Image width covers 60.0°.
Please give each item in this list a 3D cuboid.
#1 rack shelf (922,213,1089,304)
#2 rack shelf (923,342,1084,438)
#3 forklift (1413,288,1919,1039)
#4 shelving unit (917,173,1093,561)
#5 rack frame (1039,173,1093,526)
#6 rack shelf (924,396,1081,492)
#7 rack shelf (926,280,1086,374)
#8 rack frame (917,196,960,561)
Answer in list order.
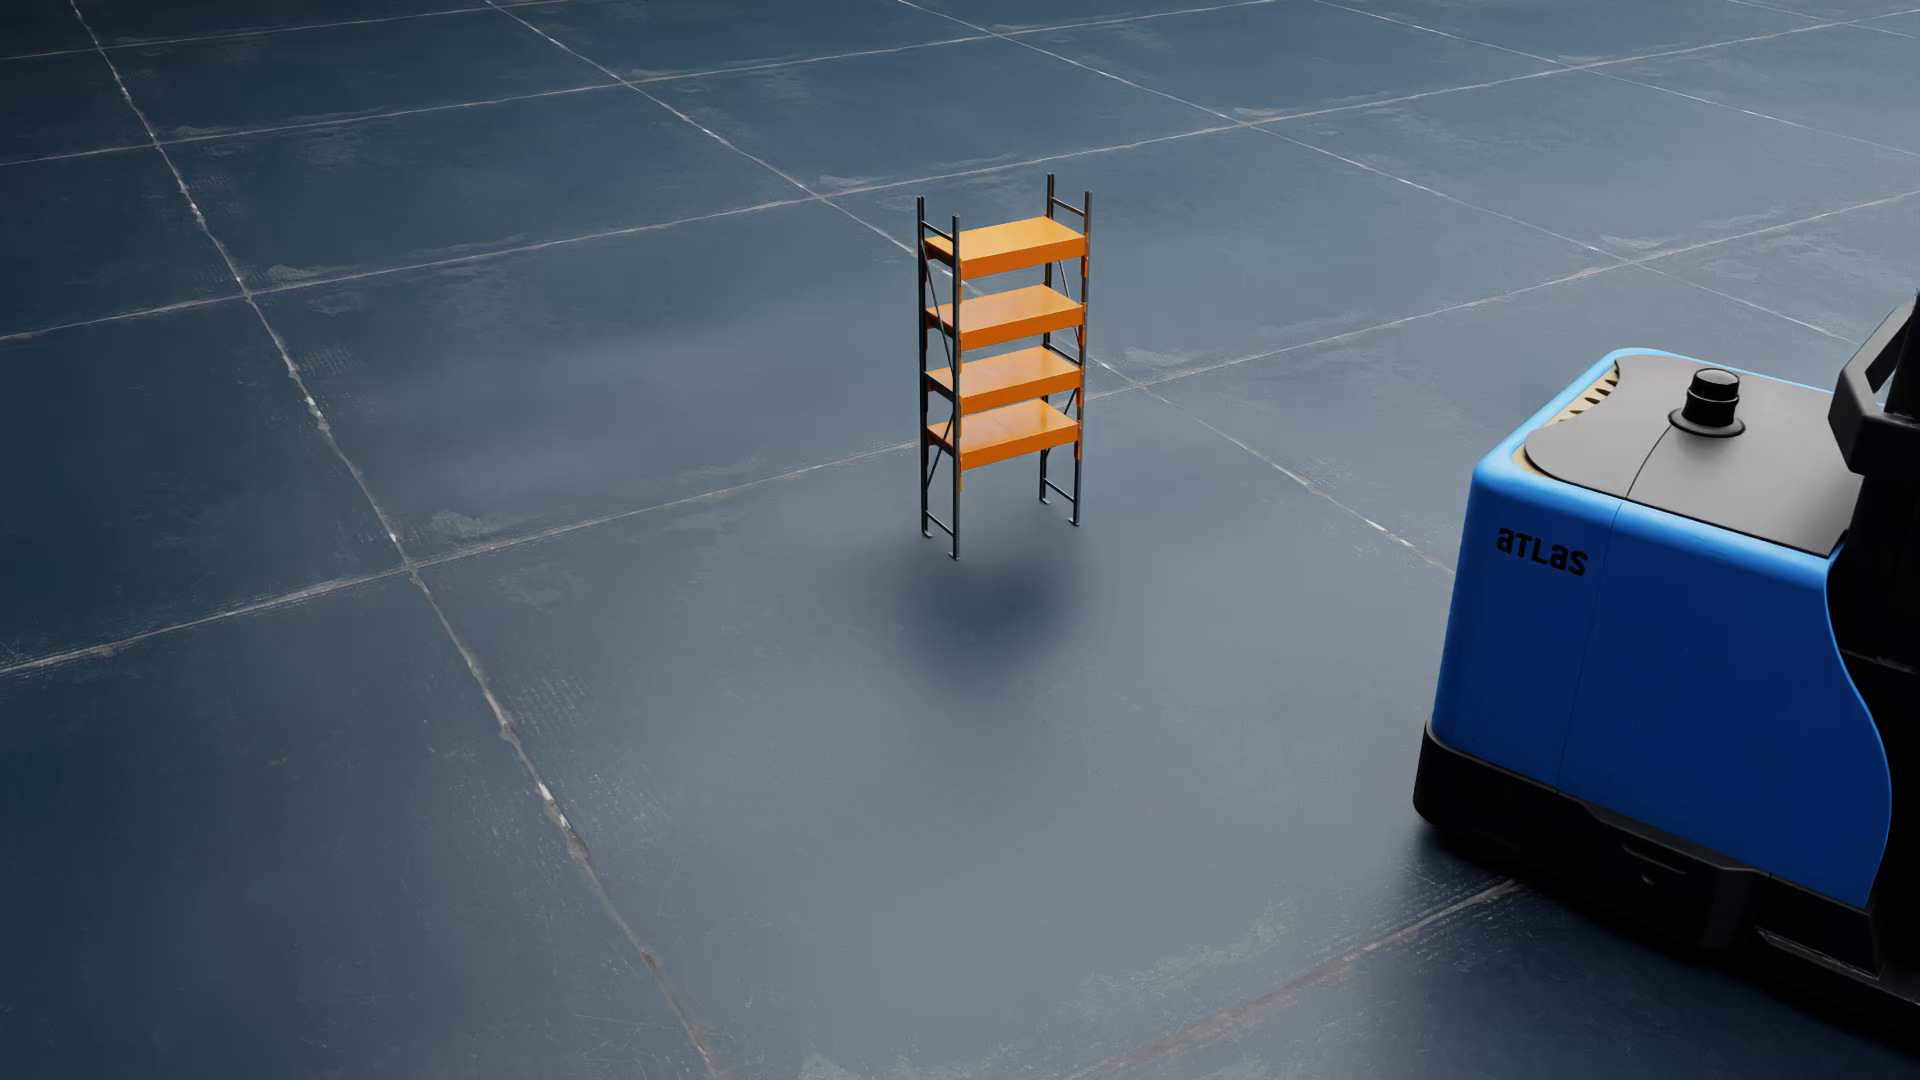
[{"bbox_3d":[0.143,-0.910,5.344,0.480,0.148,0.258,-16,33,-26],"label":"rack shelf"},{"bbox_3d":[0.143,-0.507,5.566,0.480,0.148,0.258,-16,33,-26],"label":"rack shelf"},{"bbox_3d":[2.651,-0.257,3.182,3.031,2.935,1.130,21,35,33],"label":"forklift"},{"bbox_3d":[0.143,-0.566,5.534,0.503,1.200,0.258,-16,33,-26],"label":"shelving unit"},{"bbox_3d":[0.353,-0.626,5.642,0.015,1.200,0.240,-16,33,-26],"label":"rack frame"},{"bbox_3d":[0.143,-0.333,5.662,0.480,0.148,0.258,-16,33,-26],"label":"rack shelf"},{"bbox_3d":[0.143,-0.703,5.458,0.480,0.148,0.258,-16,33,-26],"label":"rack shelf"},{"bbox_3d":[-0.068,-0.506,5.425,0.015,1.200,0.240,-16,33,-26],"label":"rack frame"}]
